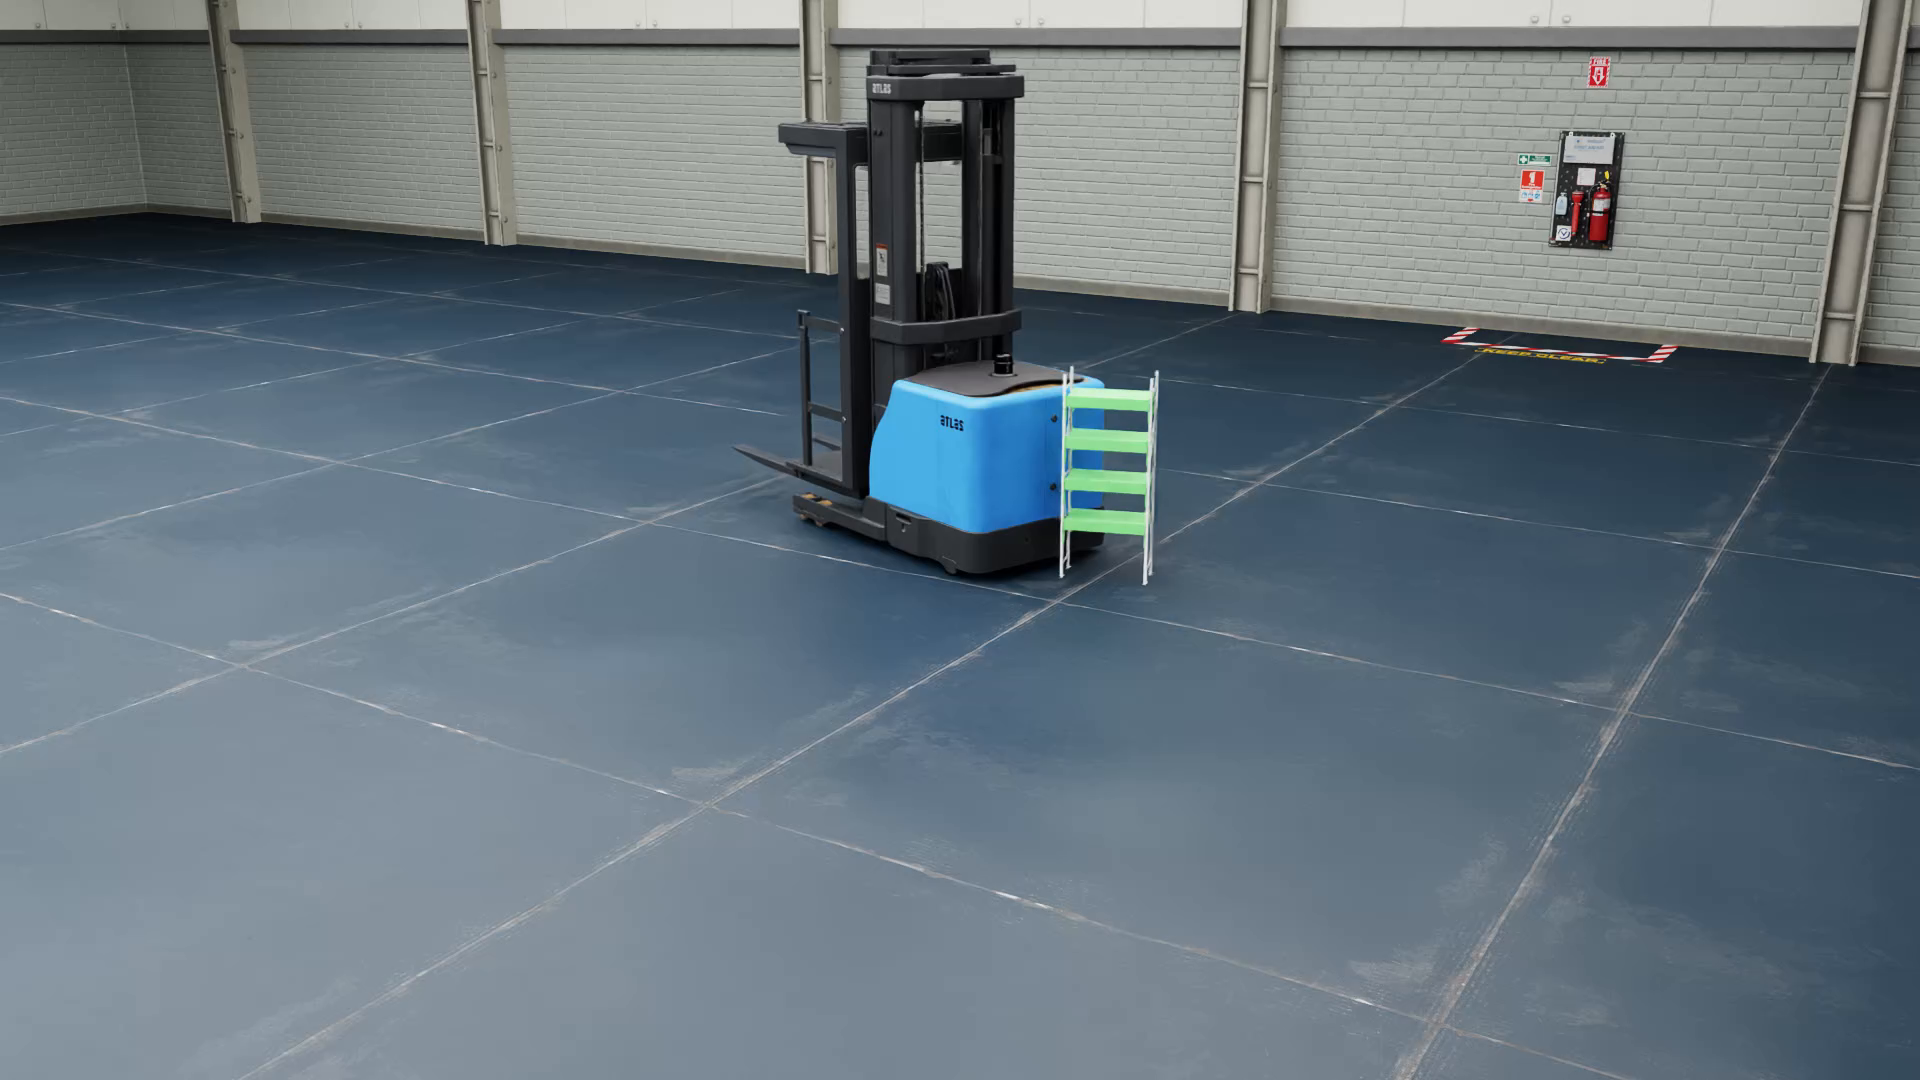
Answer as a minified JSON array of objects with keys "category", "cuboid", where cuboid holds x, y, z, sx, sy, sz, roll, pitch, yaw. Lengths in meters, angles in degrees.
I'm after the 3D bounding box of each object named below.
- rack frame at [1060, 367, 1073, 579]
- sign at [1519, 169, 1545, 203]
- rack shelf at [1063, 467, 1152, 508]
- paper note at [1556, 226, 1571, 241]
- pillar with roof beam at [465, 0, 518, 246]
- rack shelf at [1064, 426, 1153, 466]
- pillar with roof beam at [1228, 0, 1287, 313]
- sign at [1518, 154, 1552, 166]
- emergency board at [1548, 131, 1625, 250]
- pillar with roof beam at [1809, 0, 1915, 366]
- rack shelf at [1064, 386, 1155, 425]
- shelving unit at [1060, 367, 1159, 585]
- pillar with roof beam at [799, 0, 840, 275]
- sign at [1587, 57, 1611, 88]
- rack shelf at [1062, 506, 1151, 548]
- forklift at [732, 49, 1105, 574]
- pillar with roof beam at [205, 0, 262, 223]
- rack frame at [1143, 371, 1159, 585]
[{"category":"rack frame","cuboid":[0.613,-0.383,9.579,0.015,1.200,0.240,4,17,13]},{"category":"sign","cuboid":[5.926,-3.669,17.238,0.234,0.329,0.001,10,20,30]},{"category":"rack shelf","cuboid":[0.850,-0.305,9.542,0.480,0.148,0.258,4,17,13]},{"category":"paper note","cuboid":[6.229,-3.165,17.155,0.142,0.148,0.016,10,20,30]},{"category":"pillar with roof beam","cuboid":[-9.162,-7.699,20.245,0.400,9.000,9.100,10,20,30]},{"category":"rack shelf","cuboid":[0.850,-0.535,9.472,0.480,0.148,0.258,4,17,13]},{"category":"pillar with roof beam","cuboid":[1.064,-5.874,14.236,0.400,9.000,9.100,10,20,30]},{"category":"sign","cuboid":[5.926,-3.920,17.151,0.331,0.109,0.001,10,20,30]},{"category":"emergency board","cuboid":[6.344,-3.542,16.882,0.643,1.169,0.194,10,20,30]},{"category":"pillar with roof beam","cuboid":[6.176,-4.961,11.232,0.400,9.000,9.100,10,20,30]},{"category":"rack shelf","cuboid":[0.850,-0.765,9.402,0.480,0.148,0.258,4,17,13]},{"category":"shelving unit","cuboid":[0.850,-0.366,9.523,0.503,1.200,0.258,4,17,13]},{"category":"pillar with roof beam","cuboid":[-4.049,-6.787,17.241,0.400,9.000,9.100,10,20,30]},{"category":"sign","cuboid":[6.389,-4.677,16.630,0.199,0.298,0.001,10,20,30]},{"category":"rack shelf","cuboid":[0.850,-0.076,9.612,0.480,0.148,0.258,4,17,13]},{"category":"forklift","cuboid":[-0.429,-1.570,10.505,1.130,2.935,3.031,-13,21,-36]},{"category":"pillar with roof beam","cuboid":[-14.274,-8.612,23.250,0.400,9.000,9.100,10,20,30]},{"category":"rack frame","cuboid":[1.087,-0.350,9.468,0.015,1.200,0.240,4,17,13]}]
